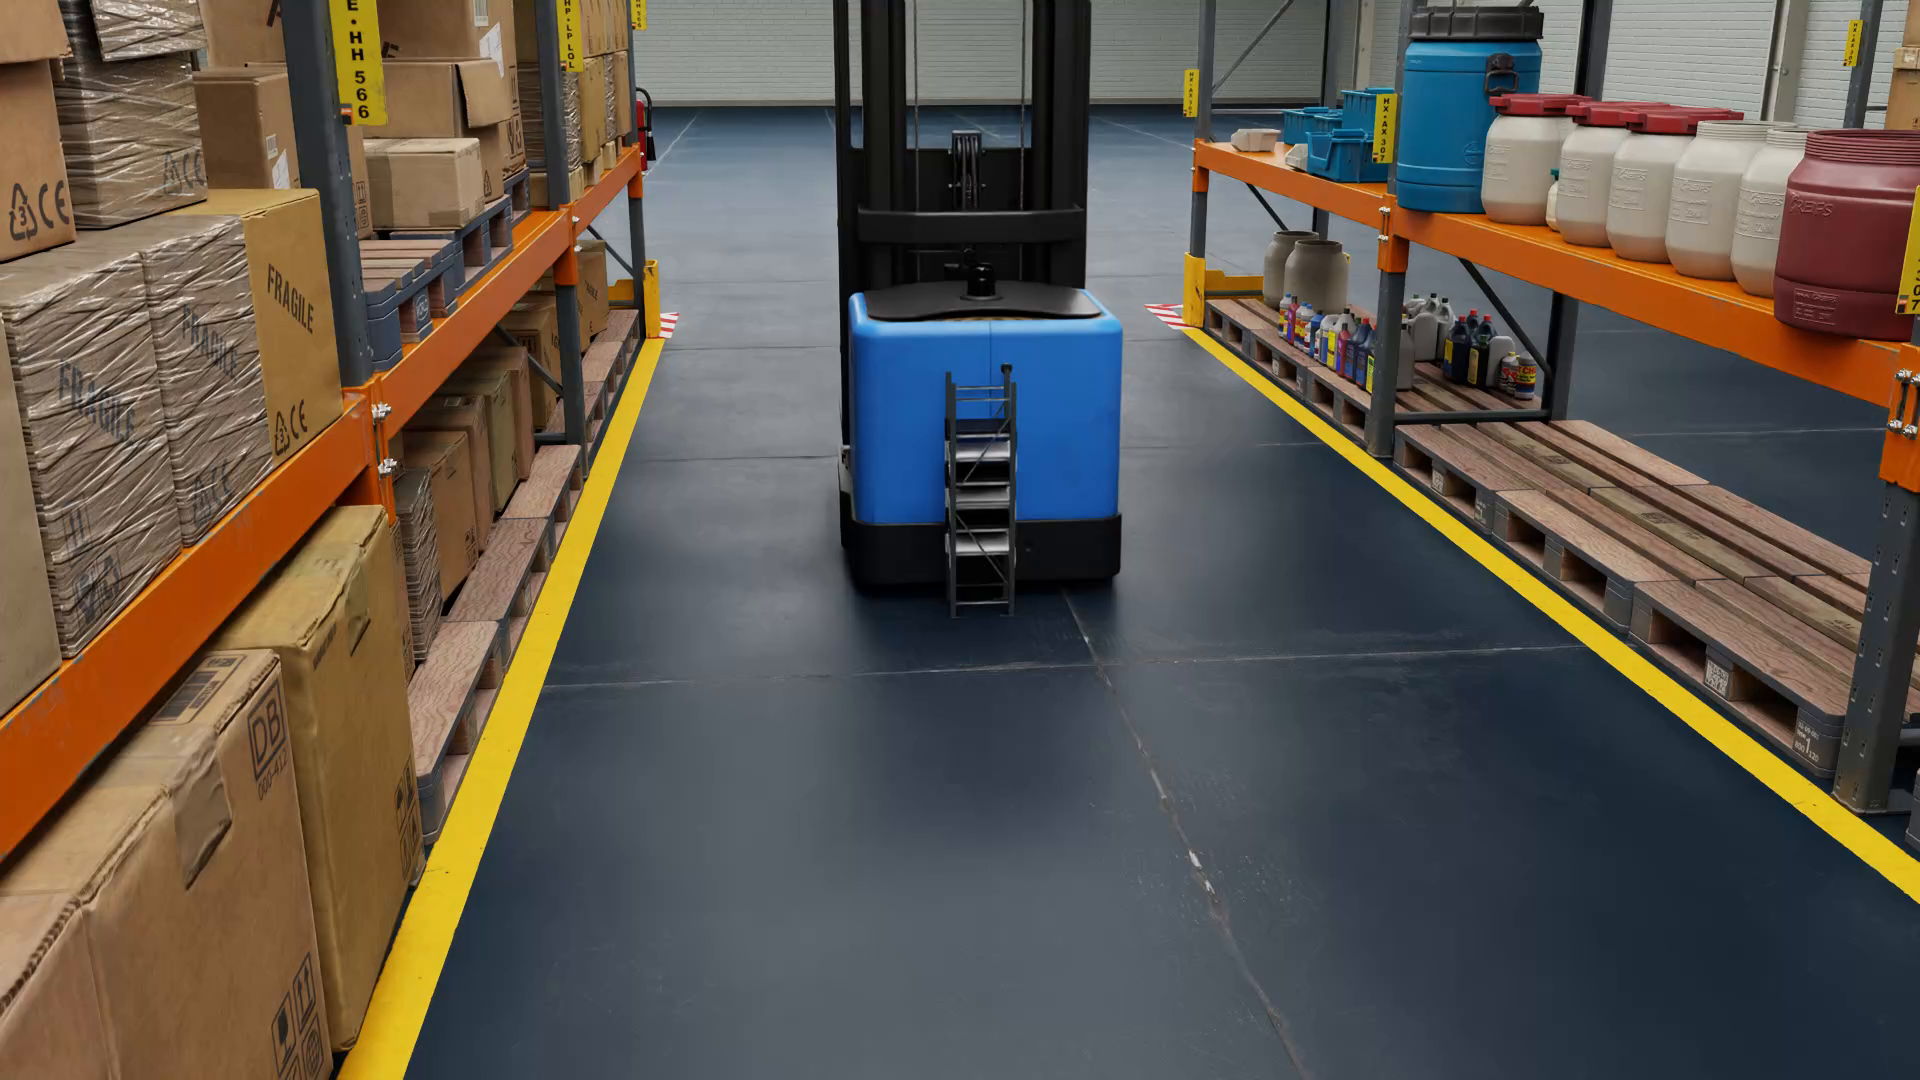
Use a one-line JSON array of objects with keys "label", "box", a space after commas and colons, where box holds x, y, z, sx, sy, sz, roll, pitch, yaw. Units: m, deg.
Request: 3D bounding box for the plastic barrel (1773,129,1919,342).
[{"label": "plastic barrel", "box": [2.670, -0.877, 4.737, 0.600, 0.536, 0.708, -2, 18, -6]}]

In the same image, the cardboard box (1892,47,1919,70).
[{"label": "cardboard box", "box": [6.947, -3.453, 11.917, 0.380, 0.149, 0.250, -2, 18, -6]}]

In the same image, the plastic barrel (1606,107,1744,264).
[{"label": "plastic barrel", "box": [2.607, -1.301, 6.086, 0.433, 0.535, 0.433, 0, 17, 0]}]

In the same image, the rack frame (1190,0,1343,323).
[{"label": "rack frame", "box": [2.194, -3.067, 11.938, 1.000, 3.000, 0.127, -2, 18, -6]}]

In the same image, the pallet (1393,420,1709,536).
[{"label": "pallet", "box": [2.726, -0.312, 7.819, 1.003, 0.211, 1.213, -2, 18, -6]}]

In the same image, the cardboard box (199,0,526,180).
[{"label": "cardboard box", "box": [-2.378, -1.968, 6.735, 1.000, 1.000, 1.000, -2, 18, -5]}]

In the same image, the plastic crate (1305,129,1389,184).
[{"label": "plastic crate", "box": [2.222, -2.126, 9.188, 0.499, 0.251, 0.616, -2, 18, -6]}]

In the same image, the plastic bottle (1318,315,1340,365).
[{"label": "plastic bottle", "box": [2.187, -1.171, 9.711, 0.152, 0.276, 0.135, -1, 17, -5]}]

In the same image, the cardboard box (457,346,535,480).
[{"label": "cardboard box", "box": [-2.278, -0.556, 7.379, 0.700, 0.500, 0.500, -3, 18, -10]}]

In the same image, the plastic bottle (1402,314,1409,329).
[{"label": "plastic bottle", "box": [2.710, -1.281, 10.188, 0.097, 0.201, 0.097, 0, 17, 0]}]

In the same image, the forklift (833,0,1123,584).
[{"label": "forklift", "box": [-0.013, -1.622, 7.450, 1.130, 2.935, 3.031, -1, 17, -5]}]

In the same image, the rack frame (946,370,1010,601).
[{"label": "rack frame", "box": [0.067, -0.197, 6.303, 0.240, 0.900, 0.006, -1, 17, -5]}]

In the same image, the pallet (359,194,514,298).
[{"label": "pallet", "box": [-2.153, -1.027, 5.762, 1.003, 0.211, 1.213, -2, 18, -6]}]

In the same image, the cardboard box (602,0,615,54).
[{"label": "cardboard box", "box": [-2.324, -3.127, 9.795, 0.500, 0.500, 0.500, -2, 18, -6]}]

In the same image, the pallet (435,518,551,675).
[{"label": "pallet", "box": [-2.109, 0.204, 6.174, 1.003, 0.211, 1.213, -2, 18, -6]}]

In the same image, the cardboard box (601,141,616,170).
[{"label": "cardboard box", "box": [-2.239, -2.272, 9.825, 0.380, 0.149, 0.250, -2, 18, -6]}]

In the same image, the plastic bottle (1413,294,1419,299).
[{"label": "plastic bottle", "box": [2.849, -1.413, 10.471, 0.061, 0.283, 0.133, -1, 17, -4]}]

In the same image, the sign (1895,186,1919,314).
[{"label": "sign", "box": [2.472, -0.742, 4.261, 0.100, 0.325, 0.005, -2, 18, -6]}]

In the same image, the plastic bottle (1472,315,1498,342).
[{"label": "plastic bottle", "box": [2.936, -1.075, 9.280, 0.144, 0.351, 0.185, -1, 17, -4]}]

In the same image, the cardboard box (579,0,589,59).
[{"label": "cardboard box", "box": [-2.167, -2.680, 8.372, 0.500, 0.500, 0.500, -2, 18, -6]}]

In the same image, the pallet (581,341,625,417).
[{"label": "pallet", "box": [-2.554, -0.955, 9.867, 1.003, 0.211, 1.213, -2, 18, -6]}]

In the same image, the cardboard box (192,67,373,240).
[{"label": "cardboard box", "box": [-2.160, -1.101, 4.810, 0.700, 0.500, 0.500, 1, 17, 3]}]

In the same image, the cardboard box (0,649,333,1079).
[{"label": "cardboard box", "box": [-1.773, 0.755, 2.611, 1.225, 0.875, 0.875, -2, 18, -5]}]

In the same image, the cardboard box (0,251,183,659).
[{"label": "cardboard box", "box": [-1.508, -0.135, 2.434, 0.500, 0.500, 0.500, -2, 18, -7]}]

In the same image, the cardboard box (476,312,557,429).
[{"label": "cardboard box", "box": [-2.322, -0.850, 8.350, 0.500, 0.500, 0.500, -2, 18, -7]}]

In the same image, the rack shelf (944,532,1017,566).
[{"label": "rack shelf", "box": [0.076, 0.036, 6.271, 0.258, 0.077, 0.200, -1, 17, -5]}]

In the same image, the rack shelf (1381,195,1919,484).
[{"label": "rack shelf", "box": [2.813, -0.936, 6.352, 1.077, 0.370, 4.000, -2, 18, -6]}]

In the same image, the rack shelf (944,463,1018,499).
[{"label": "rack shelf", "box": [0.076, -0.221, 6.190, 0.258, 0.077, 0.200, -1, 17, -5]}]

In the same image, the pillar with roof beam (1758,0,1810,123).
[{"label": "pillar with roof beam", "box": [7.461, -9.496, 22.400, 9.100, 9.000, 0.400, -2, 18, -6]}]

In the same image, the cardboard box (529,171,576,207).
[{"label": "cardboard box", "box": [-2.043, -1.676, 7.926, 0.380, 0.149, 0.250, -2, 18, -6]}]

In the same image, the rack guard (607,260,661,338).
[{"label": "rack guard", "box": [-2.725, -1.699, 11.753, 1.175, 0.500, 0.348, -2, 18, -6]}]

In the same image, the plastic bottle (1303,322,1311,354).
[{"label": "plastic bottle", "box": [2.127, -1.231, 10.026, 0.097, 0.201, 0.097, 0, 17, 0]}]

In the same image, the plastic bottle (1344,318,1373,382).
[{"label": "plastic bottle", "box": [2.233, -1.061, 9.238, 0.144, 0.351, 0.185, -3, 18, -8]}]

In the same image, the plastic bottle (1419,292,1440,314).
[{"label": "plastic bottle", "box": [2.853, -1.313, 10.039, 0.144, 0.351, 0.185, -1, 17, -3]}]

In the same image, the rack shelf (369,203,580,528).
[{"label": "rack shelf", "box": [-2.114, -0.783, 5.865, 1.077, 0.370, 4.000, -2, 18, -6]}]

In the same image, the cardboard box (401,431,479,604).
[{"label": "cardboard box", "box": [-2.132, -0.080, 5.864, 0.700, 0.500, 0.500, 0, 17, -1]}]

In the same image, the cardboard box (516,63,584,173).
[{"label": "cardboard box", "box": [-2.305, -2.048, 8.029, 0.875, 0.500, 0.500, -2, 18, -6]}]

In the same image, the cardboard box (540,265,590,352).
[{"label": "cardboard box", "box": [-2.544, -1.371, 10.008, 0.500, 0.500, 0.500, 0, 17, 0]}]

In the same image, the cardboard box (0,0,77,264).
[{"label": "cardboard box", "box": [-1.784, -0.644, 2.380, 0.797, 0.503, 0.637, -1, 17, -4]}]

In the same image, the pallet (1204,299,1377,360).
[{"label": "pallet", "box": [2.327, -1.473, 11.517, 1.003, 0.211, 1.213, -2, 18, -6]}]

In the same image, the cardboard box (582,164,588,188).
[{"label": "cardboard box", "box": [-2.145, -1.898, 8.636, 0.380, 0.149, 0.250, -2, 18, -6]}]

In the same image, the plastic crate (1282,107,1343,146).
[{"label": "plastic crate", "box": [2.543, -2.856, 11.515, 0.499, 0.251, 0.616, -2, 18, -6]}]

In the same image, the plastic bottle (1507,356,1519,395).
[{"label": "plastic bottle", "box": [2.999, -0.889, 8.938, 0.097, 0.201, 0.097, 0, 17, 0]}]

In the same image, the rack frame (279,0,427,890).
[{"label": "rack frame", "box": [-1.908, -0.530, 3.859, 1.000, 3.000, 0.127, -2, 18, -6]}]

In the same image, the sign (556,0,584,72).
[{"label": "sign", "box": [-1.769, -2.293, 7.540, 0.100, 0.325, 0.005, -2, 18, -6]}]

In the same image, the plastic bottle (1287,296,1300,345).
[{"label": "plastic bottle", "box": [2.076, -1.363, 10.312, 0.061, 0.283, 0.133, -1, 17, -5]}]

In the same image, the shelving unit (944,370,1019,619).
[{"label": "shelving unit", "box": [0.076, -0.167, 6.207, 0.258, 0.900, 0.210, -1, 17, -5]}]

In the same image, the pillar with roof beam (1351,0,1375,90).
[{"label": "pillar with roof beam", "box": [5.604, -14.859, 39.482, 9.100, 9.000, 0.400, -2, 18, -6]}]

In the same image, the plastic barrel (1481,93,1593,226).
[{"label": "plastic barrel", "box": [2.487, -1.648, 7.193, 0.433, 0.535, 0.433, 0, 17, 0]}]

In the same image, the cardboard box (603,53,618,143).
[{"label": "cardboard box", "box": [-2.524, -2.643, 9.925, 0.875, 0.500, 0.500, -2, 18, -6]}]

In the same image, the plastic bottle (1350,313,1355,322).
[{"label": "plastic bottle", "box": [2.293, -1.178, 9.720, 0.061, 0.283, 0.133, -2, 18, -6]}]

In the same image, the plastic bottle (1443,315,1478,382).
[{"label": "plastic bottle", "box": [2.792, -1.070, 9.266, 0.144, 0.351, 0.185, -2, 18, -6]}]

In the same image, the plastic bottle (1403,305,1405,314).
[{"label": "plastic bottle", "box": [2.712, -1.368, 10.327, 0.061, 0.283, 0.133, -2, 18, -6]}]
